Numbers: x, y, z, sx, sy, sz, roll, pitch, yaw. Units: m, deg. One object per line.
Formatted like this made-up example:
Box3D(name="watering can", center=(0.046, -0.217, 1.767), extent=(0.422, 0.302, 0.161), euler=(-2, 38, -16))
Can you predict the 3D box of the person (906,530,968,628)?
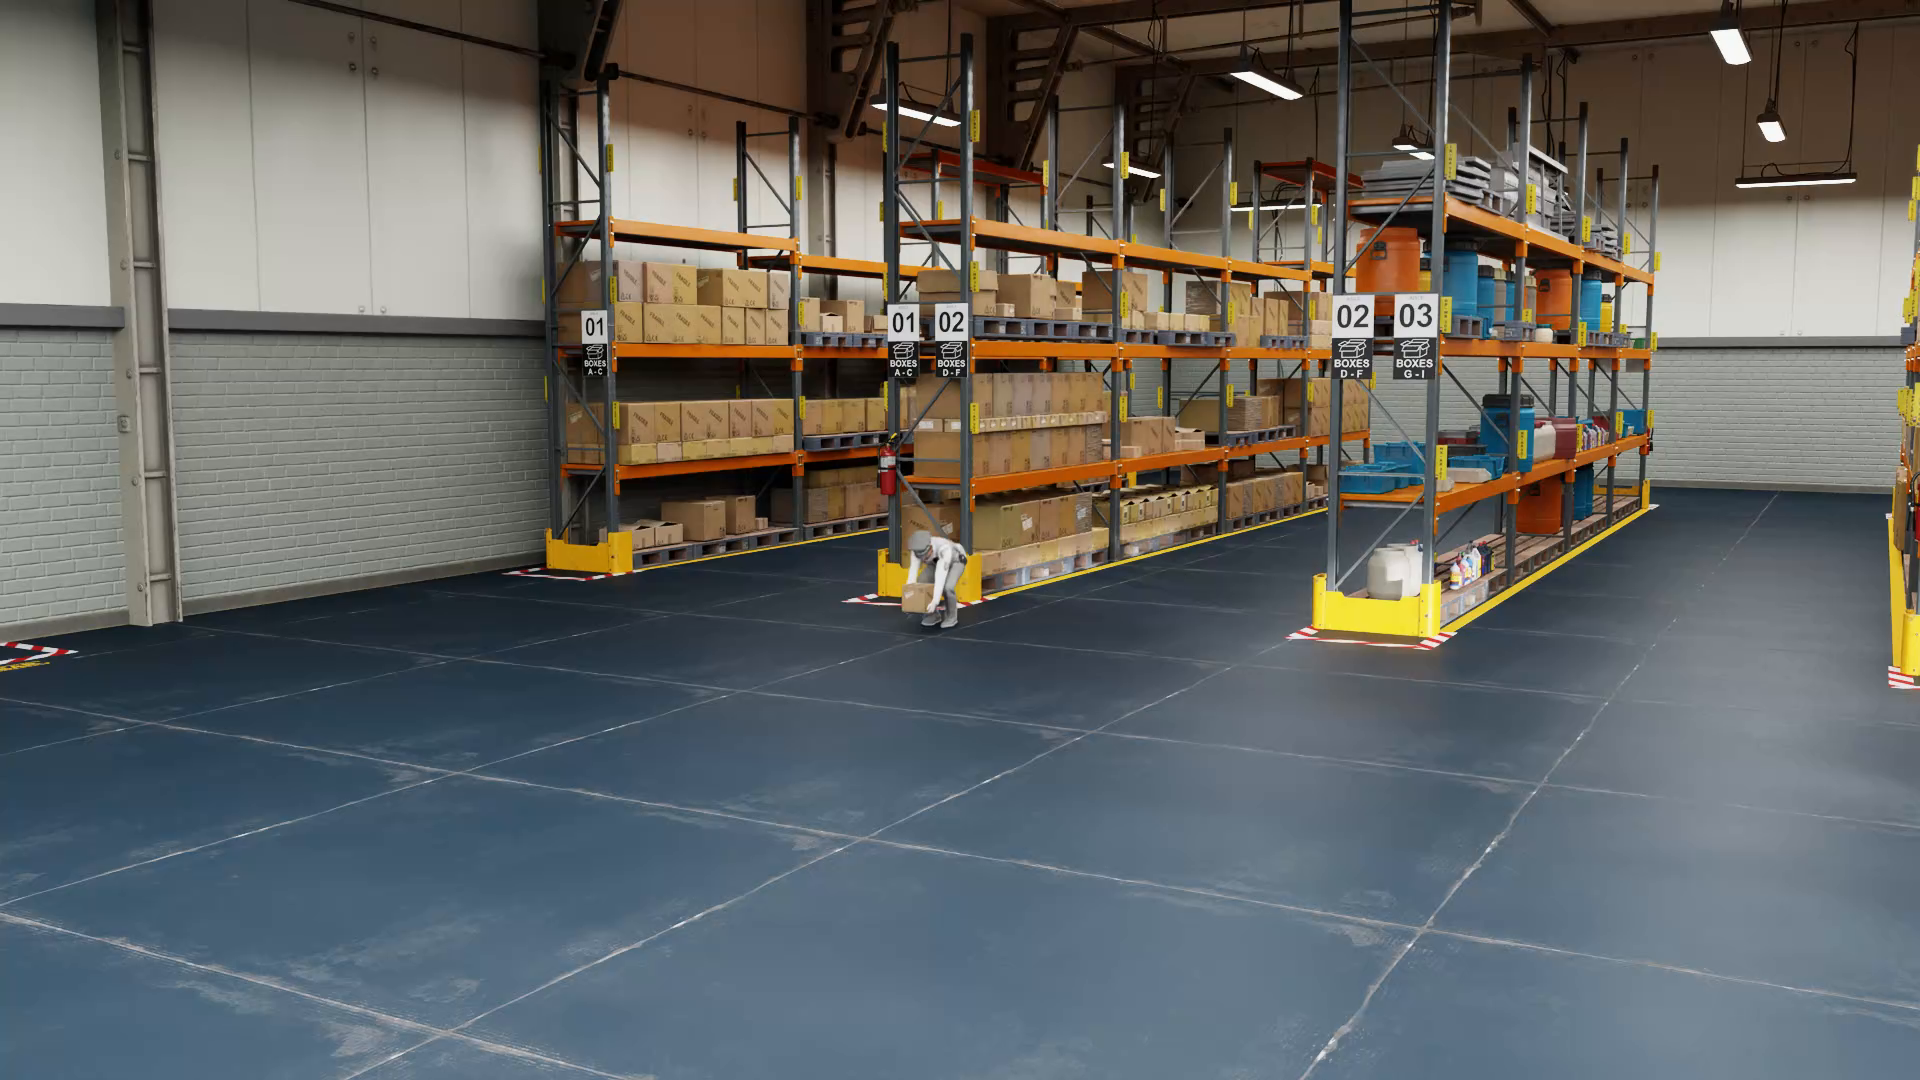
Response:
Box3D(name="person", center=(-0.250, 0.366, 16.174), extent=(0.455, 0.983, 0.906), euler=(3, 7, 26))
